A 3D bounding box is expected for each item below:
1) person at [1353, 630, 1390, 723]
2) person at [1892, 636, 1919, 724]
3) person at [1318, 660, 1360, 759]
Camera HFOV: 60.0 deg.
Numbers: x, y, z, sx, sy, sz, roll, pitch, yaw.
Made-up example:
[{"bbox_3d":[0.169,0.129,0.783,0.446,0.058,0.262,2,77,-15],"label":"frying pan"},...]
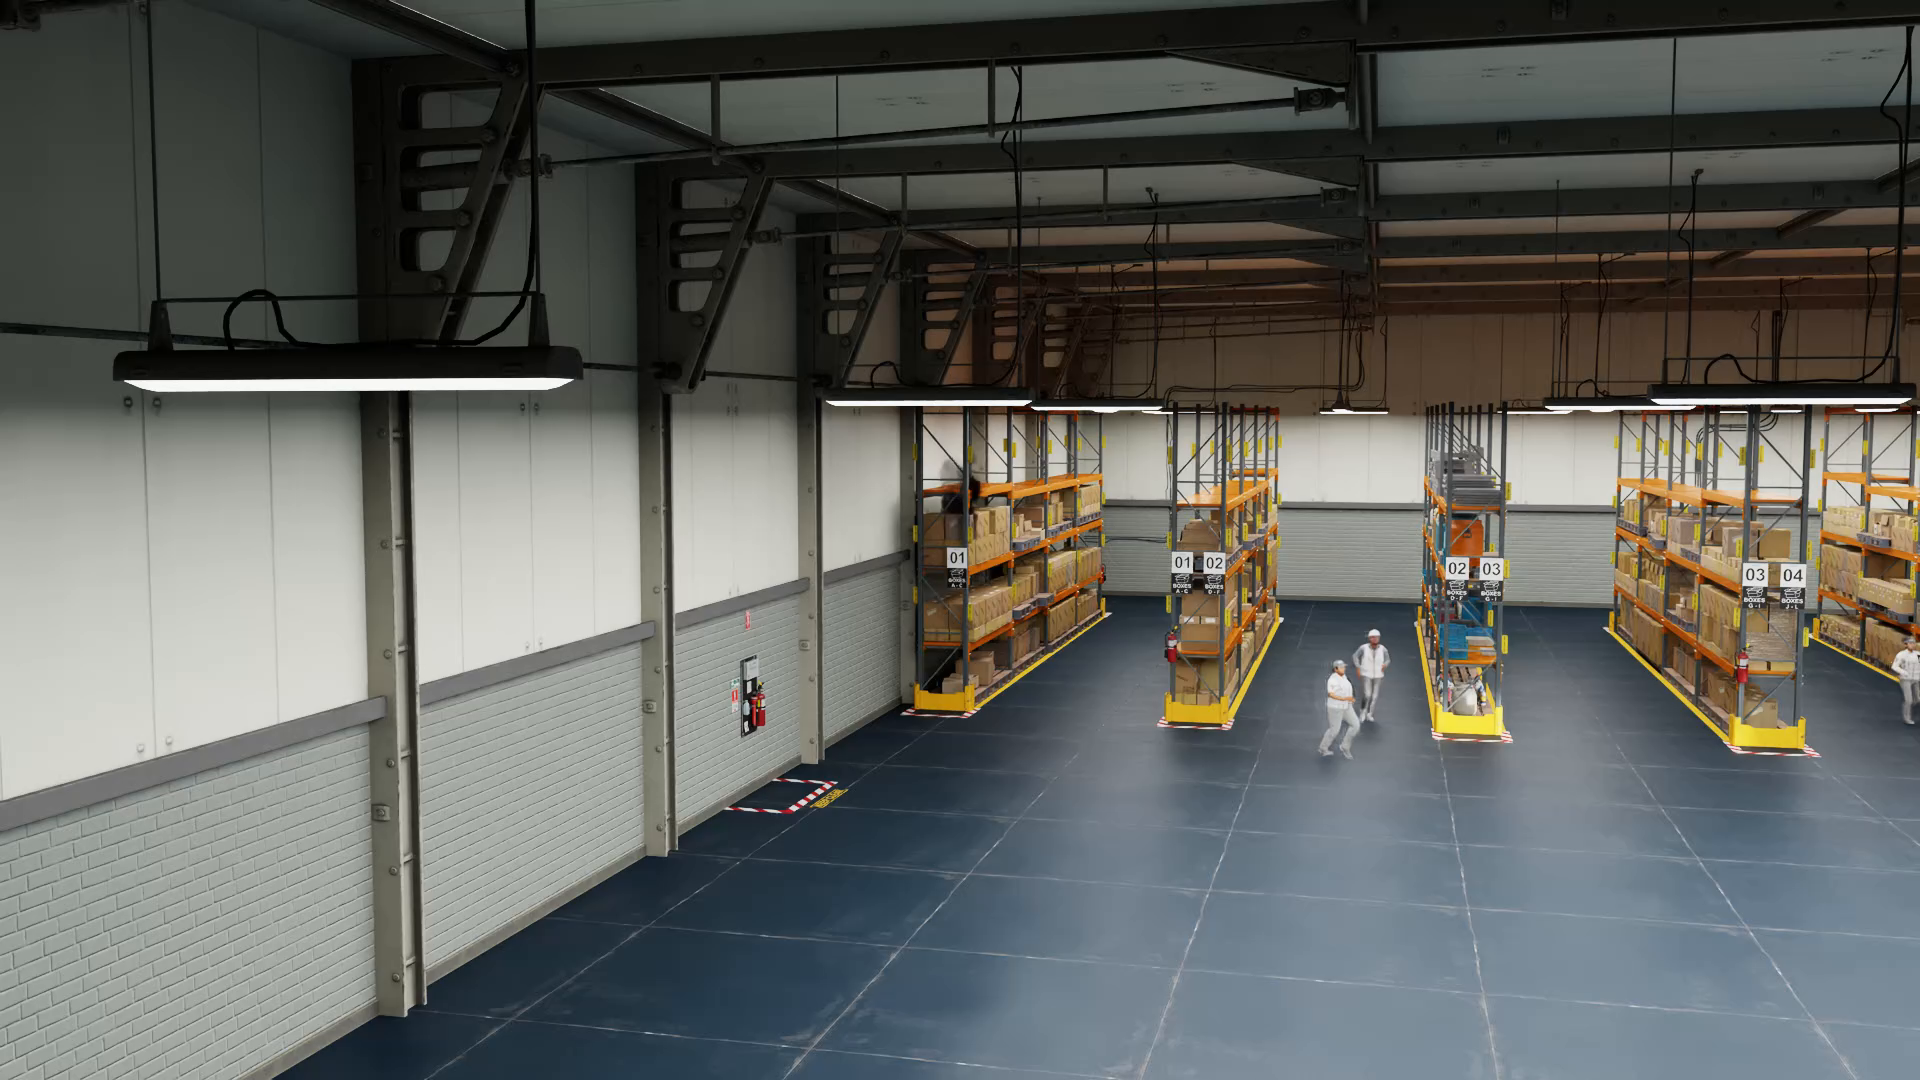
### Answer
[{"bbox_3d":[7.728,2.552,31.142,0.661,1.760,0.671,0,4,1],"label":"person"},{"bbox_3d":[17.727,2.605,31.026,0.611,1.649,0.569,0,4,3],"label":"person"},{"bbox_3d":[6.369,2.851,27.927,0.608,1.693,0.687,-4,6,-43],"label":"person"}]
